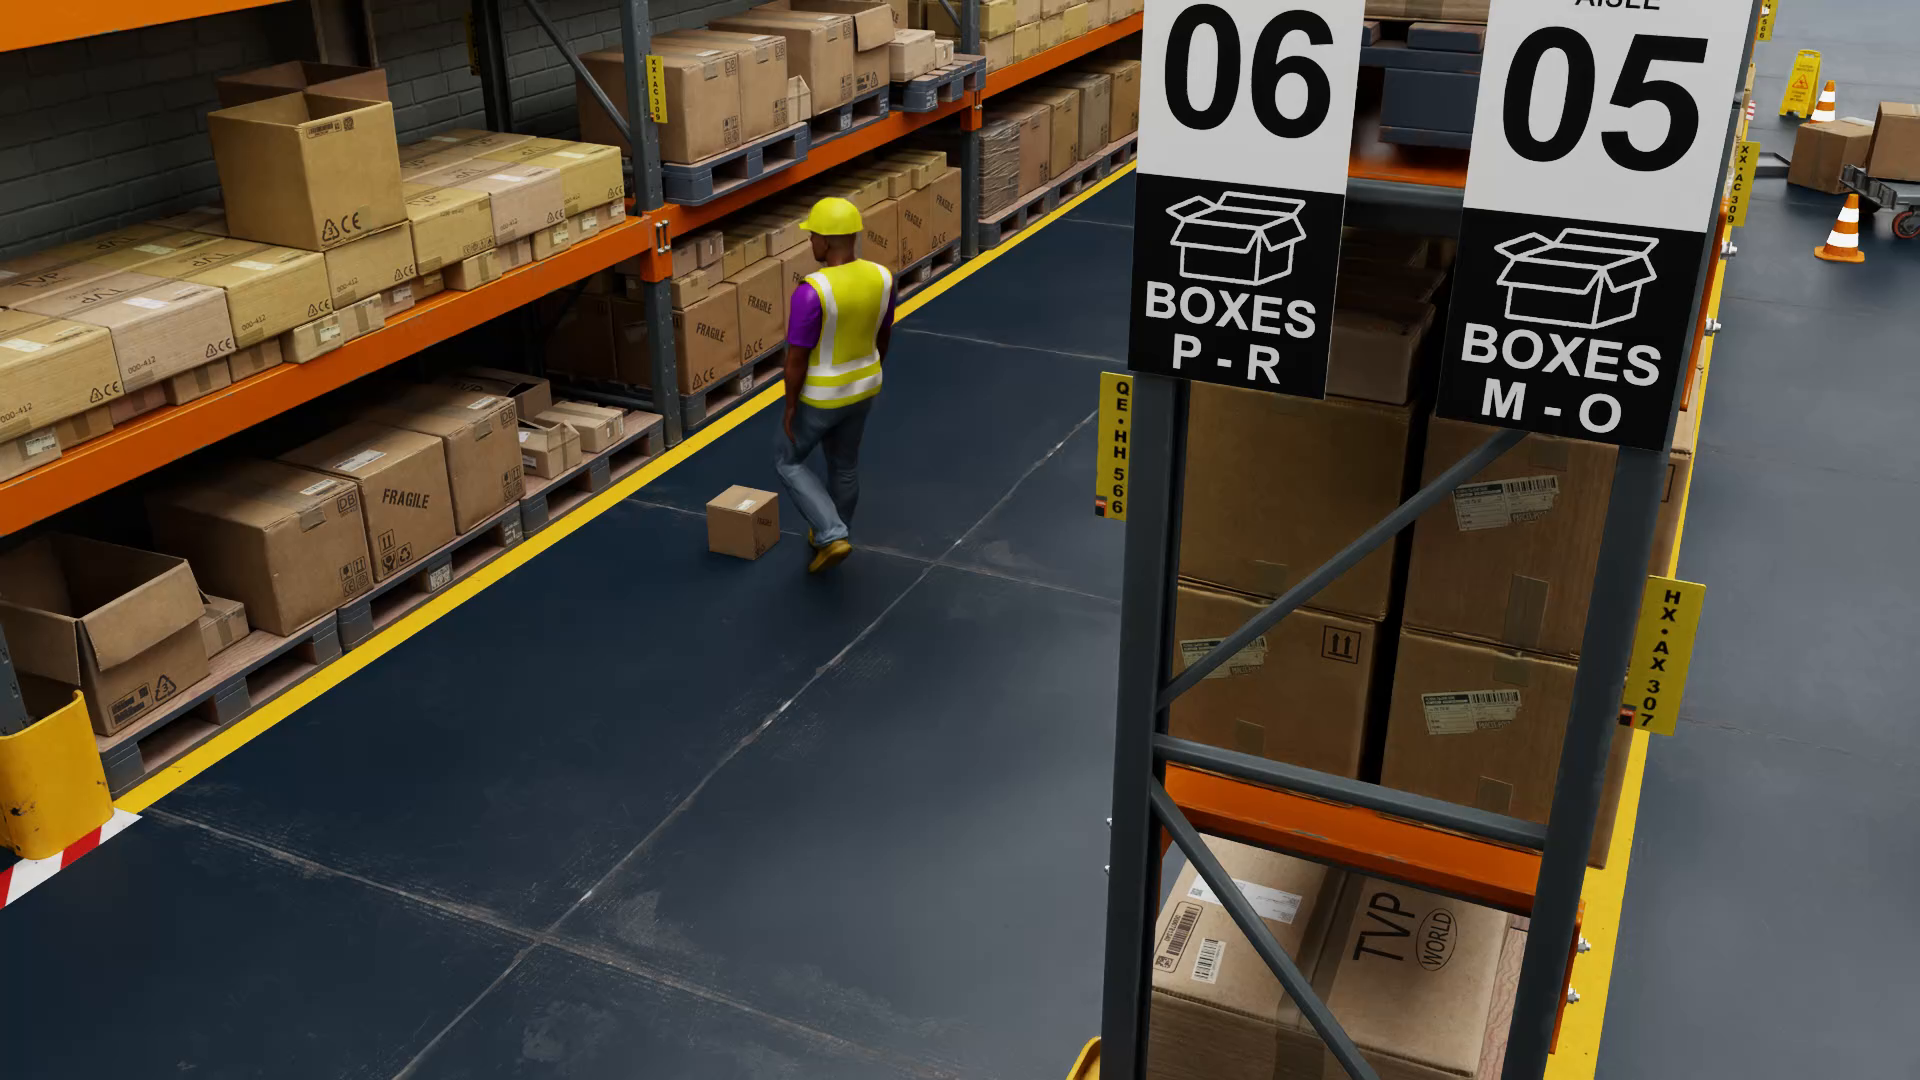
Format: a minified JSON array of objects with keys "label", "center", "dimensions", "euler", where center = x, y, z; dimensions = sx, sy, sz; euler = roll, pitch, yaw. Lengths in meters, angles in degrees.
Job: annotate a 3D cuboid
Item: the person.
[{"label":"person","center":[-0.607,-0.694,7.500],"dimensions":[0.617,1.765,0.518],"euler":[-22,34,-38]}]
